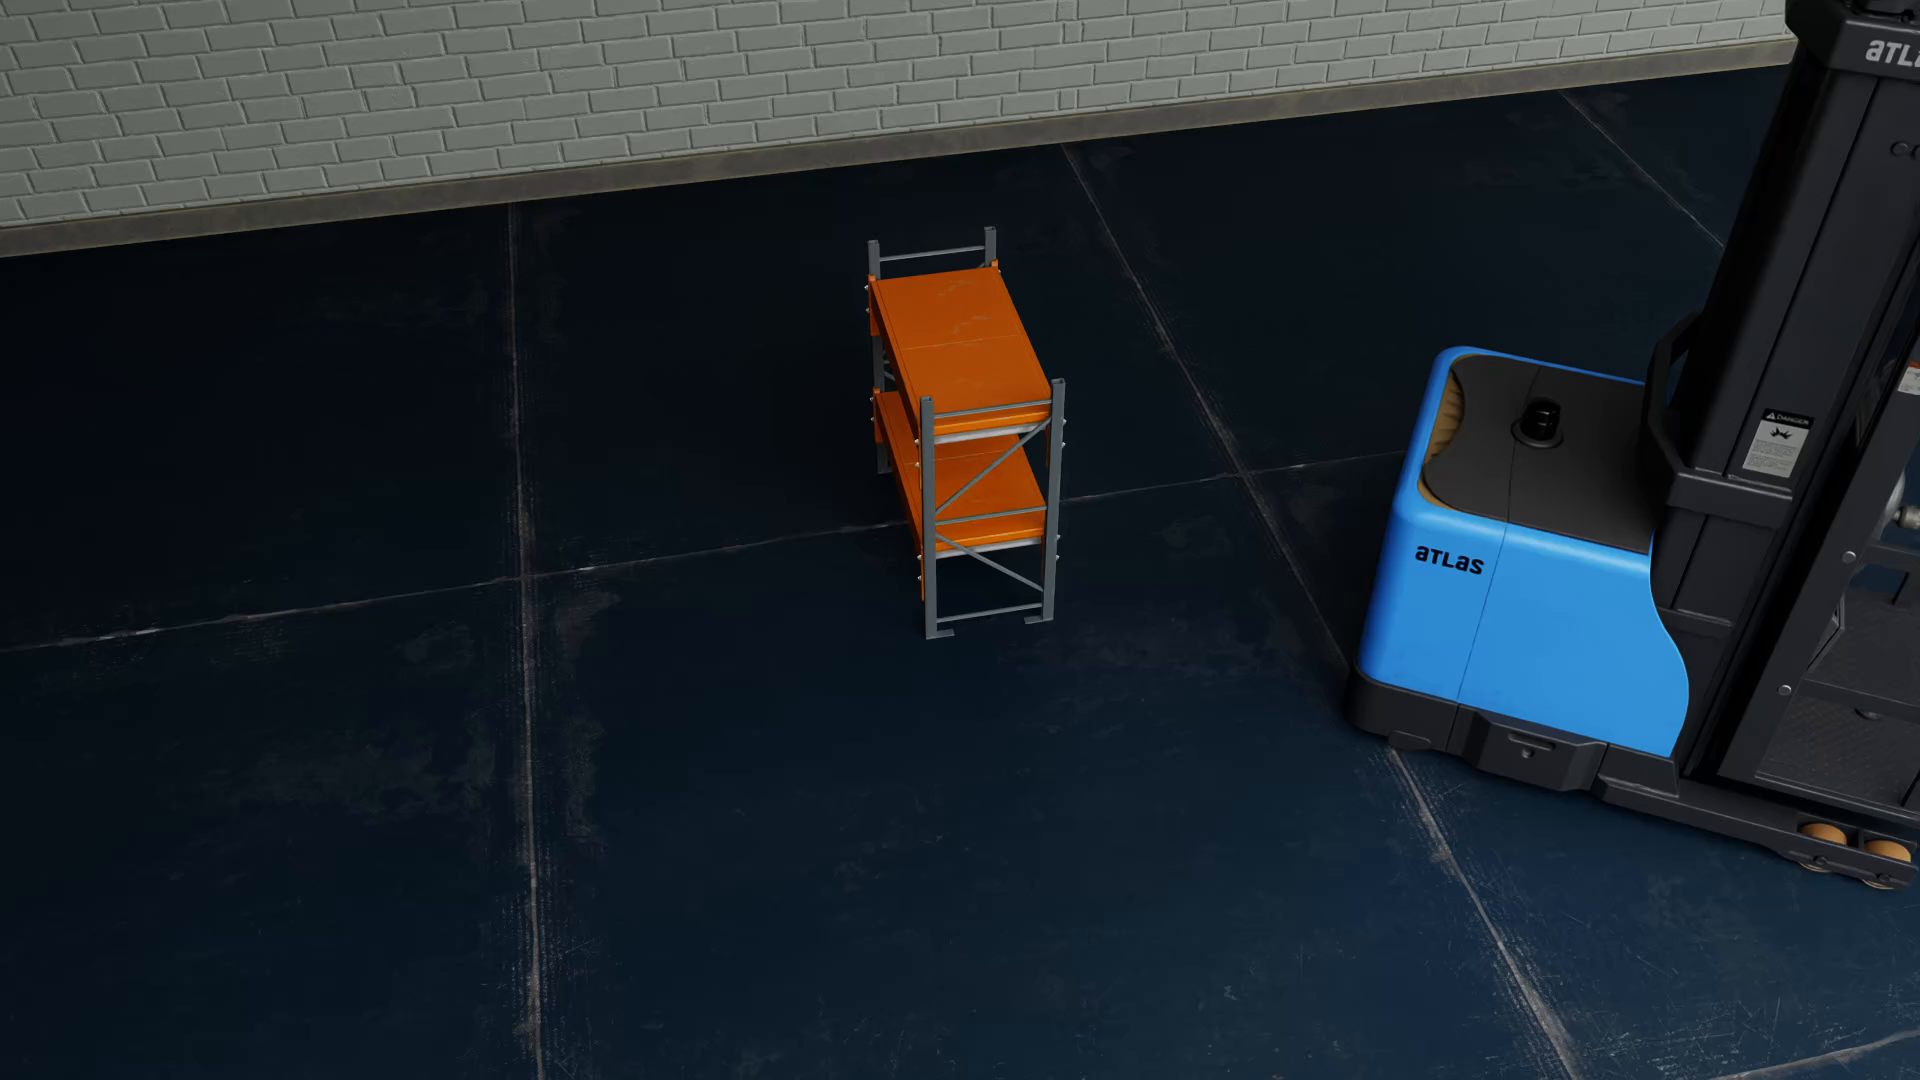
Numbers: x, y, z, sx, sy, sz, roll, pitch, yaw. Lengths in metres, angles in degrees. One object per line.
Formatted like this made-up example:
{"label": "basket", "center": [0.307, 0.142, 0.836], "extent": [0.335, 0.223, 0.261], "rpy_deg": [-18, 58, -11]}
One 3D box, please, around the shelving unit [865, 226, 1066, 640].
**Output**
{"label": "shelving unit", "center": [0.001, -0.416, 6.372], "extent": [0.538, 1.125, 1.048], "rpy_deg": [-8, 42, -9]}

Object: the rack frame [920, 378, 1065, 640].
{"label": "rack frame", "center": [0.111, -0.087, 6.000], "extent": [0.500, 1.125, 0.032], "rpy_deg": [-8, 42, -9]}

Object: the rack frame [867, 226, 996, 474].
{"label": "rack frame", "center": [-0.108, -0.746, 6.743], "extent": [0.500, 1.125, 0.032], "rpy_deg": [-8, 42, -9]}

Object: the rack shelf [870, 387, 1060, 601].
{"label": "rack shelf", "center": [0.001, -0.233, 6.534], "extent": [0.538, 0.278, 1.000], "rpy_deg": [-8, 42, -9]}

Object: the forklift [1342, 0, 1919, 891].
{"label": "forklift", "center": [2.941, -0.352, 4.939], "extent": [3.031, 2.935, 1.130], "rpy_deg": [14, 44, 16]}

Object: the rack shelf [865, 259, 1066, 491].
{"label": "rack shelf", "center": [0.001, -0.635, 6.177], "extent": [0.538, 0.278, 1.000], "rpy_deg": [-8, 42, -9]}
